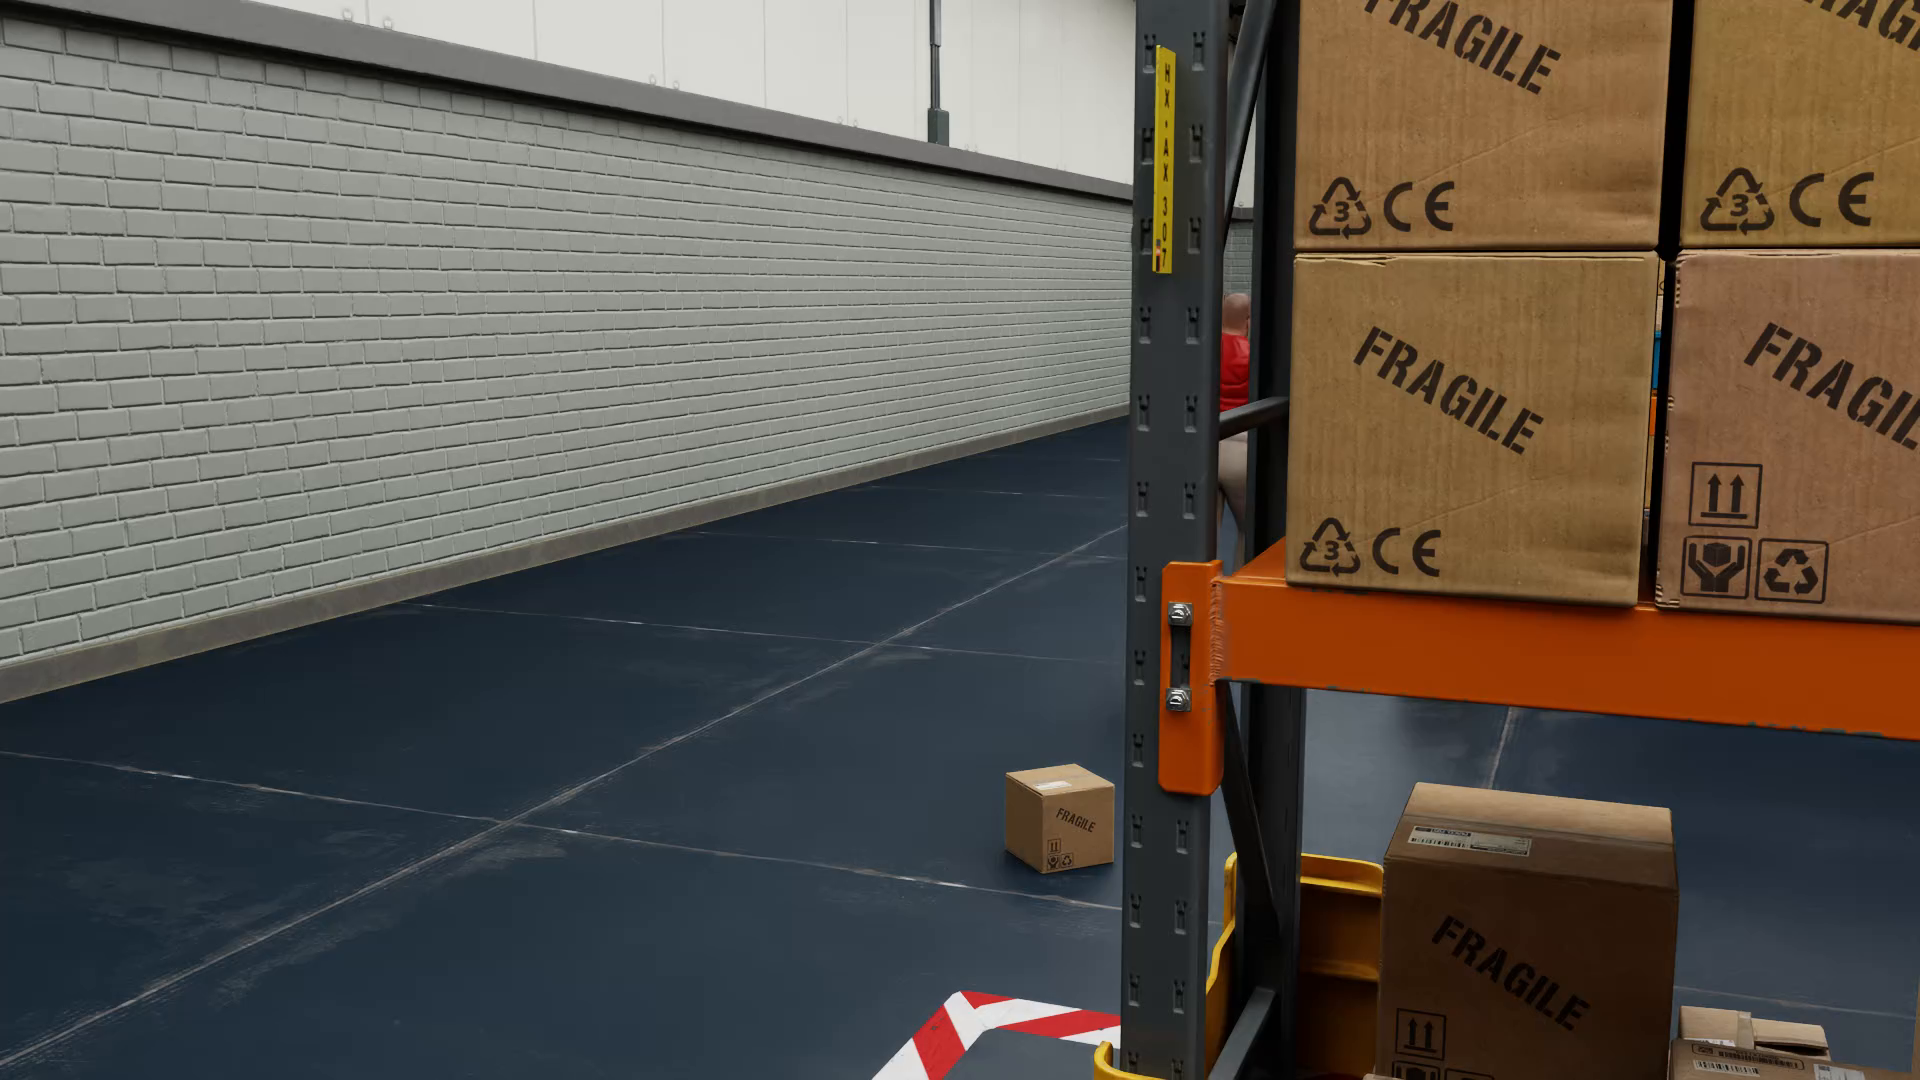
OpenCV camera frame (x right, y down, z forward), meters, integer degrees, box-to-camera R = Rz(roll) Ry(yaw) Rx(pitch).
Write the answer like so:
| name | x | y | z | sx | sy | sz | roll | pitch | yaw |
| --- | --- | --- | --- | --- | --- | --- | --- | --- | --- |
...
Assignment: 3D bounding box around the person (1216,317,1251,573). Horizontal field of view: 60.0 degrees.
| name | x | y | z | sx | sy | sz | roll | pitch | yaw |
| --- | --- | --- | --- | --- | --- | --- | --- | --- | --- |
| person | 1.320 | -0.366 | 8.241 | 0.413 | 1.544 | 0.652 | 4 | 9 | 23 |
